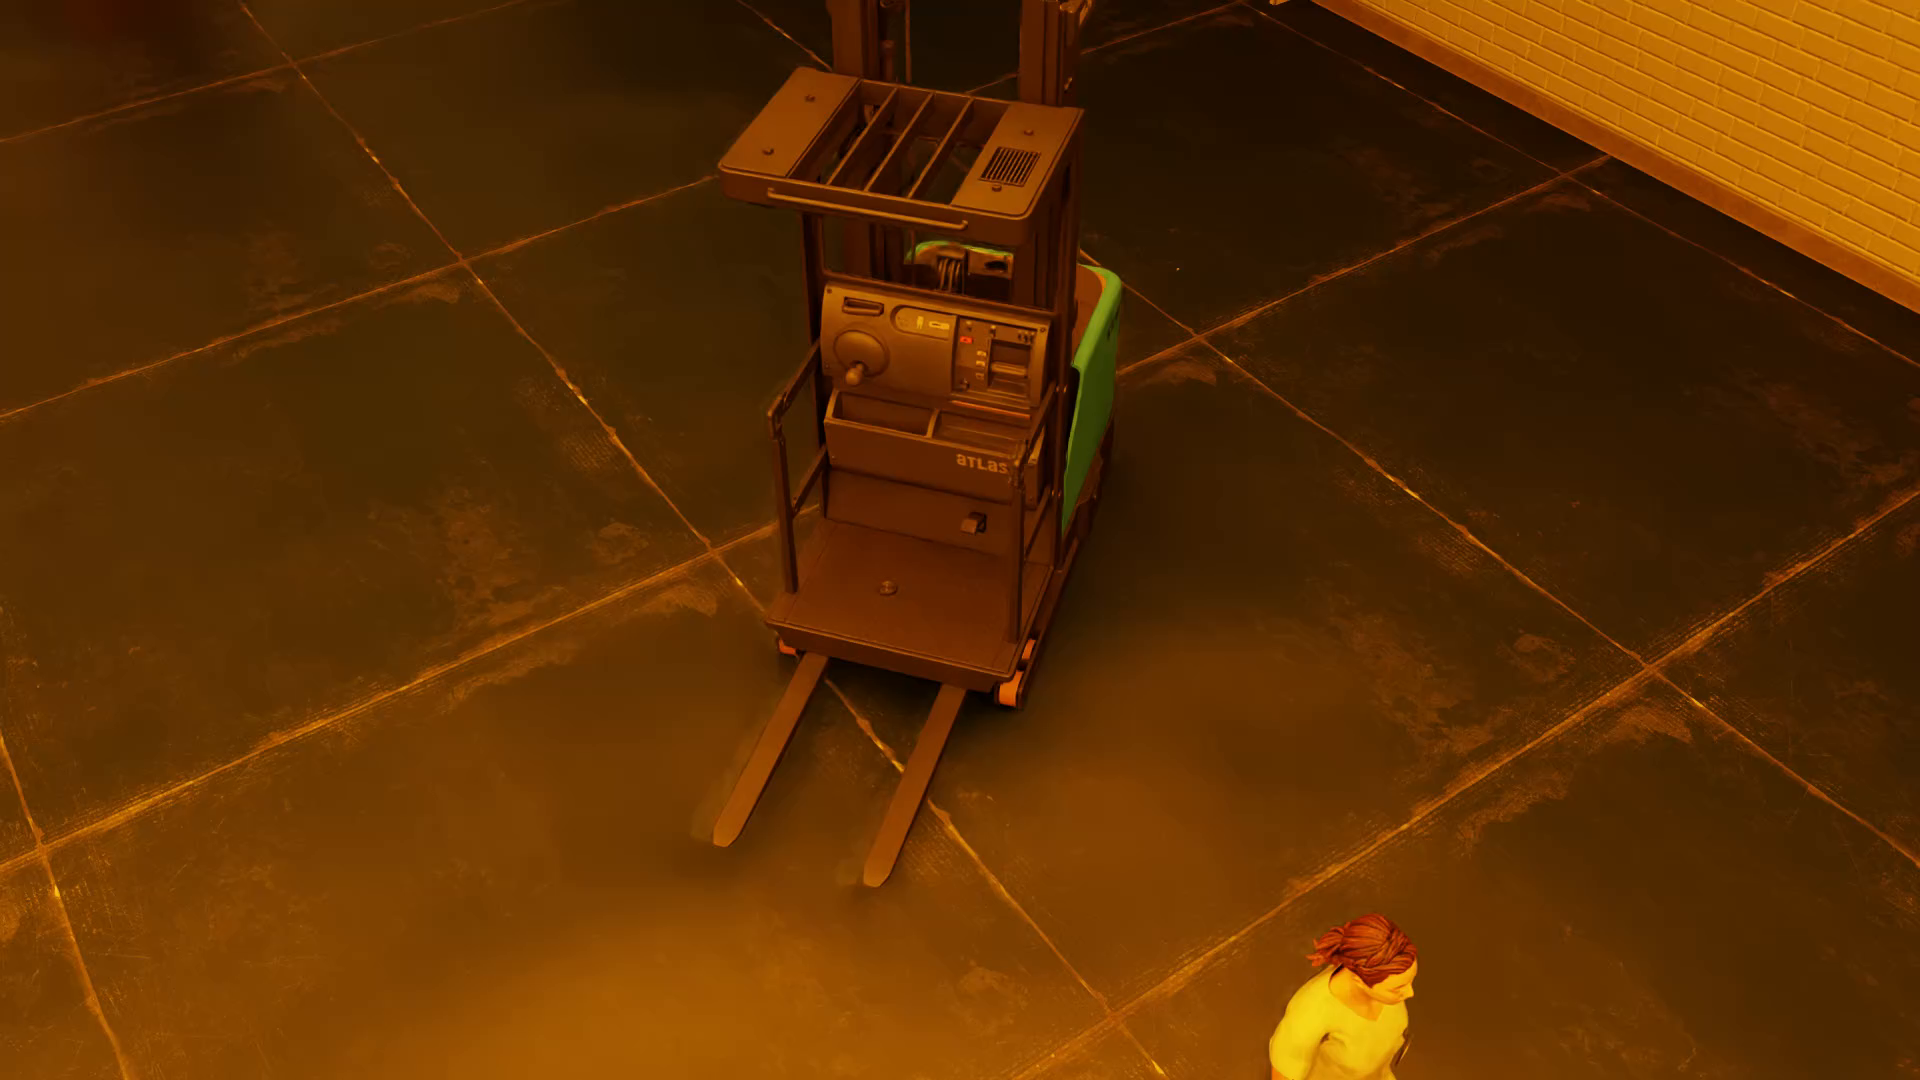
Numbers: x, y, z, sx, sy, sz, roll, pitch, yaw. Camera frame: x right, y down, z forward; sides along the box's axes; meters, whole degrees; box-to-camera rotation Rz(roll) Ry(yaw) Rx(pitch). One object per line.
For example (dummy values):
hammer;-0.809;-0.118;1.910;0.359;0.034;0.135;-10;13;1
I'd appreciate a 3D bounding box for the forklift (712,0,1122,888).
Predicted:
forklift;-0.169;-0.673;6.446;1.130;2.935;3.031;12;44;13

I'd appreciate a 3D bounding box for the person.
person;1.120;1.656;4.906;0.537;1.710;0.498;-30;50;-28
